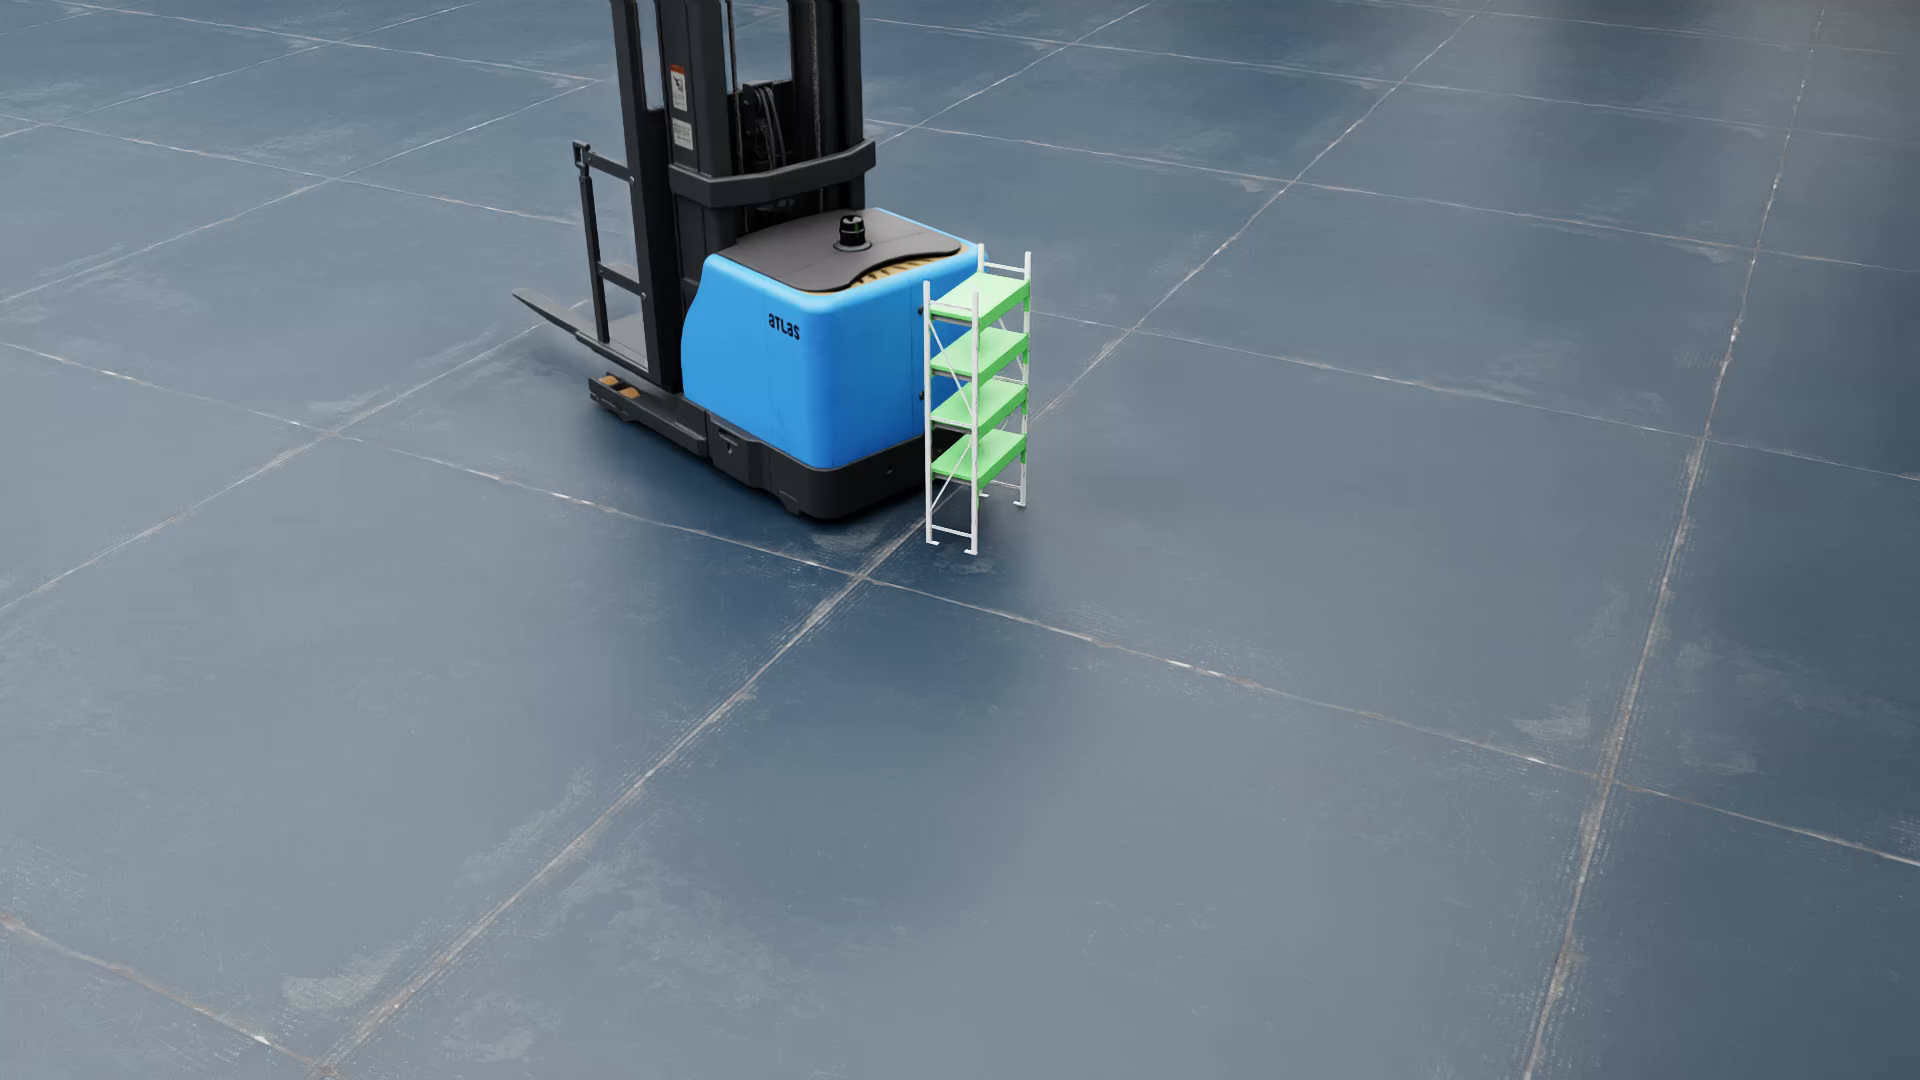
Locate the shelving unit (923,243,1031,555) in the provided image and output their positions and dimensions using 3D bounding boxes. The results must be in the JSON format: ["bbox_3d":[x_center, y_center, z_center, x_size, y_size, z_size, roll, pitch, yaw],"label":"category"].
[{"bbox_3d":[0.075,-0.594,7.079,0.258,1.200,0.503,14,33,23],"label":"shelving unit"}]

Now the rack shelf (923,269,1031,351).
[{"bbox_3d":[0.075,-0.955,6.872,0.258,0.148,0.480,14,33,23],"label":"rack shelf"}]

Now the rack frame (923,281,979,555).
[{"bbox_3d":[-0.036,-0.486,6.891,0.240,1.200,0.015,14,33,23],"label":"rack frame"}]

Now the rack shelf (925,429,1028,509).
[{"bbox_3d":[0.075,-0.330,7.230,0.258,0.148,0.480,14,33,23],"label":"rack shelf"}]

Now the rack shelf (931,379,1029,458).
[{"bbox_3d":[0.075,-0.538,7.111,0.258,0.148,0.480,14,33,23],"label":"rack shelf"}]

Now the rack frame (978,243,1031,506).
[{"bbox_3d":[0.187,-0.702,7.267,0.240,1.200,0.015,14,33,23],"label":"rack frame"}]

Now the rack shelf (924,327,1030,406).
[{"bbox_3d":[0.075,-0.746,6.991,0.258,0.148,0.480,14,33,23],"label":"rack shelf"}]

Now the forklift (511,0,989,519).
[{"bbox_3d":[-1.220,-2.011,7.809,1.130,2.935,3.031,-24,38,-36],"label":"forklift"}]
